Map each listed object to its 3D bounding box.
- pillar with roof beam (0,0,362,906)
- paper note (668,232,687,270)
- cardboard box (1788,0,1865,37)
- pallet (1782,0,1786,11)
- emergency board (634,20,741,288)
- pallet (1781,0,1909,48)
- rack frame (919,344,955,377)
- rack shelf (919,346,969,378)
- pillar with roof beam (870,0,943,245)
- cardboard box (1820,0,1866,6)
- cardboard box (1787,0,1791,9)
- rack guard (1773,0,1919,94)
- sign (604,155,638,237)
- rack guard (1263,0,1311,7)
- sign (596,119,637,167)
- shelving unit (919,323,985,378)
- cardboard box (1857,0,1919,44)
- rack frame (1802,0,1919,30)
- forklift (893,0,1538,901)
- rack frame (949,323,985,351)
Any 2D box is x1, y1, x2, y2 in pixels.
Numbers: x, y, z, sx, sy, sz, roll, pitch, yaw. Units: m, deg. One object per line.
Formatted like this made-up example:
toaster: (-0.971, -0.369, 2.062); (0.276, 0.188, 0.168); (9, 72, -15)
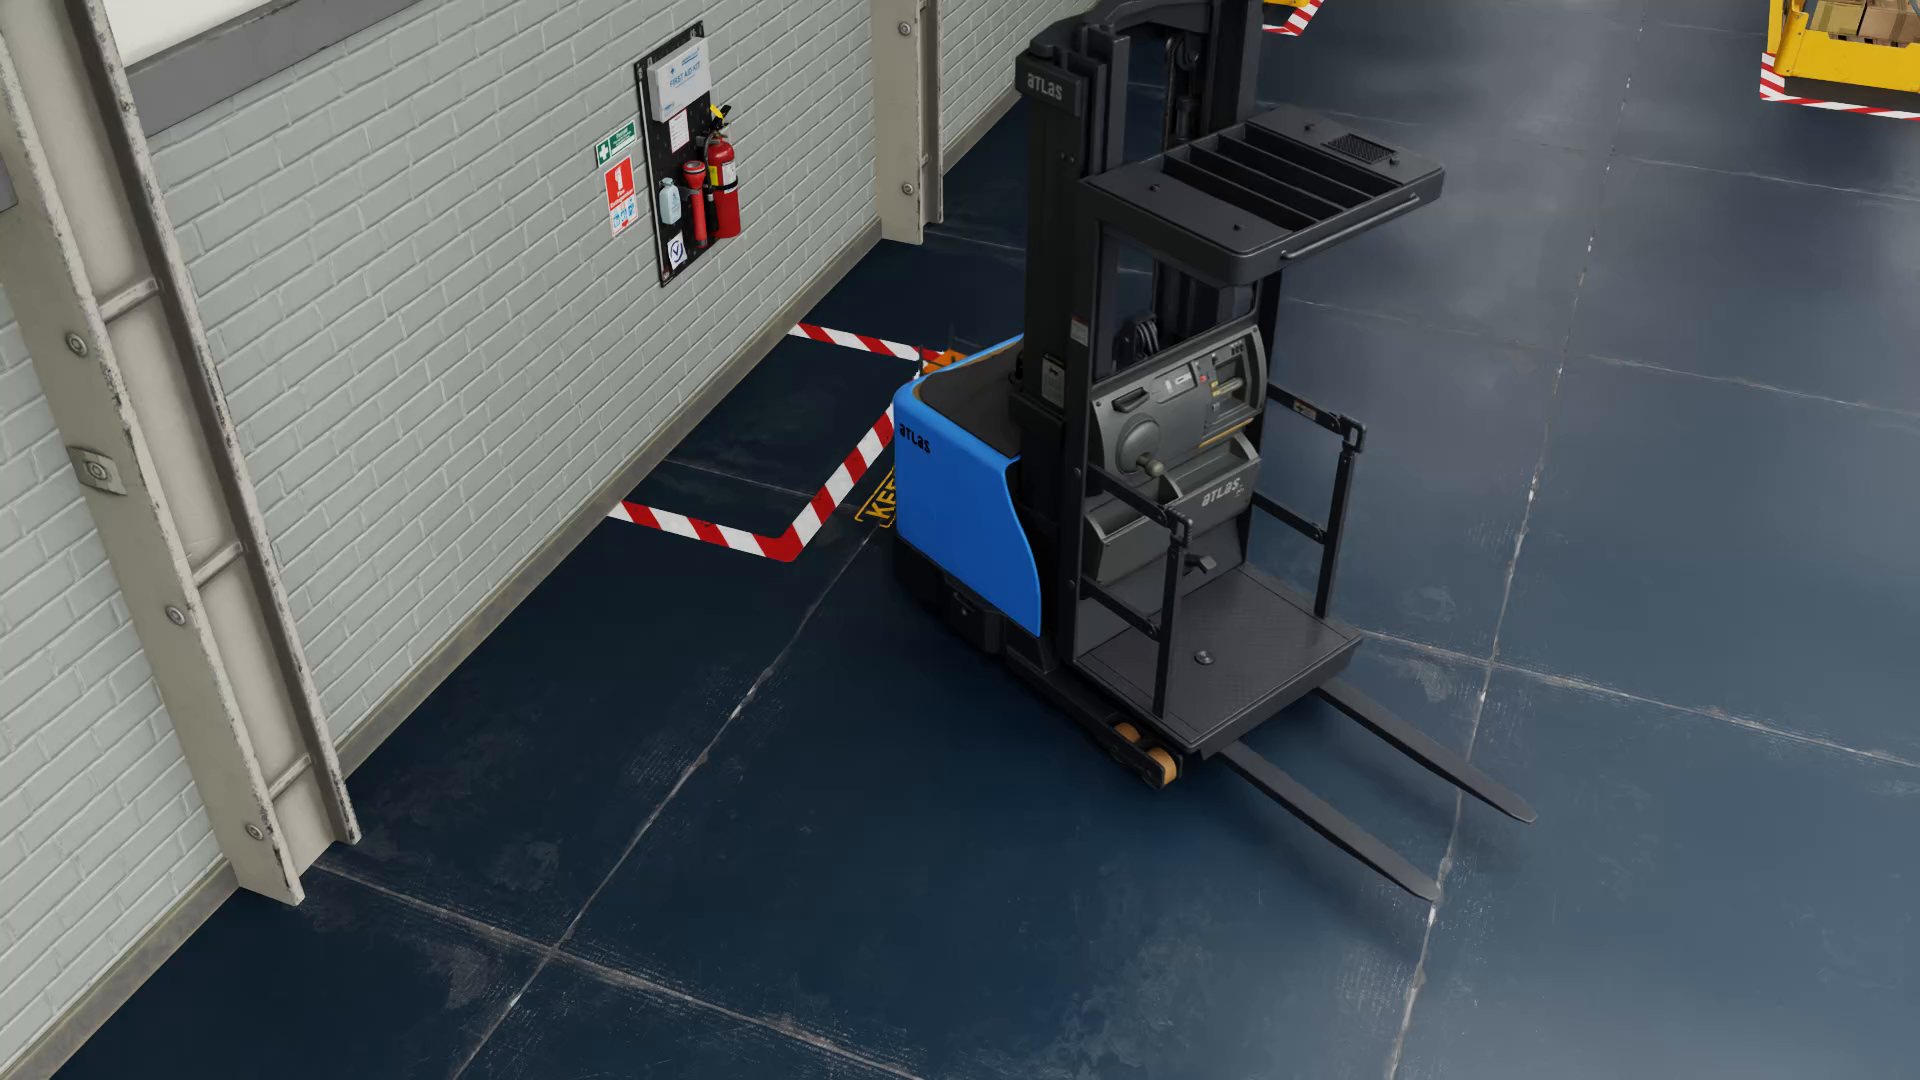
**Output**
pillar with roof beam: (1.370, -1.364, 2.559); (9.100, 9.000, 0.400); (14, 39, 18)
paper note: (-1.435, -1.469, 8.446); (0.016, 0.148, 0.142); (14, 39, 18)
cardboard box: (7.002, -4.306, 13.451); (0.500, 0.250, 0.500); (14, 39, 18)
pallet: (7.789, -4.864, 14.581); (1.003, 0.211, 1.213); (14, 39, 18)
emergency board: (-1.303, -1.904, 8.293); (0.194, 1.169, 0.643); (14, 39, 18)
pallet: (7.324, -4.191, 13.681); (1.003, 0.211, 1.213); (14, 39, 18)
rack frame: (-0.106, -0.453, 7.978); (0.200, 1.050, 0.008); (23, 42, 27)
rack shelf: (-0.036, -0.731, 7.895); (0.215, 0.259, 0.240); (23, 42, 27)
pillar with roof beam: (3.653, -4.686, 7.003); (9.100, 9.000, 0.400); (14, 39, 18)
cardboard box: (7.000, -4.607, 13.228); (0.500, 0.500, 0.500); (14, 39, 18)
cardboard box: (7.181, -4.586, 13.826); (0.500, 0.250, 0.500); (14, 39, 18)
rack guard: (7.062, -3.860, 12.997); (1.175, 0.500, 0.348); (14, 39, 18)
sign: (-1.609, -1.636, 7.904); (0.001, 0.329, 0.234); (14, 39, 18)
rack guard: (2.518, -5.042, 14.578); (1.175, 0.500, 0.348); (14, 39, 18)
sign: (-1.599, -1.849, 7.746); (0.001, 0.109, 0.331); (14, 39, 18)
shelving unit: (-0.036, -0.512, 8.058); (0.215, 1.050, 0.252); (23, 42, 27)
cardboard box: (7.481, -4.188, 13.294); (0.500, 0.250, 0.500); (14, 39, 18)
rack frame: (7.071, -4.875, 12.267); (1.000, 3.000, 0.127); (14, 39, 18)
forklift: (1.017, -0.492, 6.461); (1.130, 2.935, 3.031); (-27, 44, -31)
rack frame: (0.034, -0.572, 8.139); (0.200, 1.050, 0.008); (23, 42, 27)
